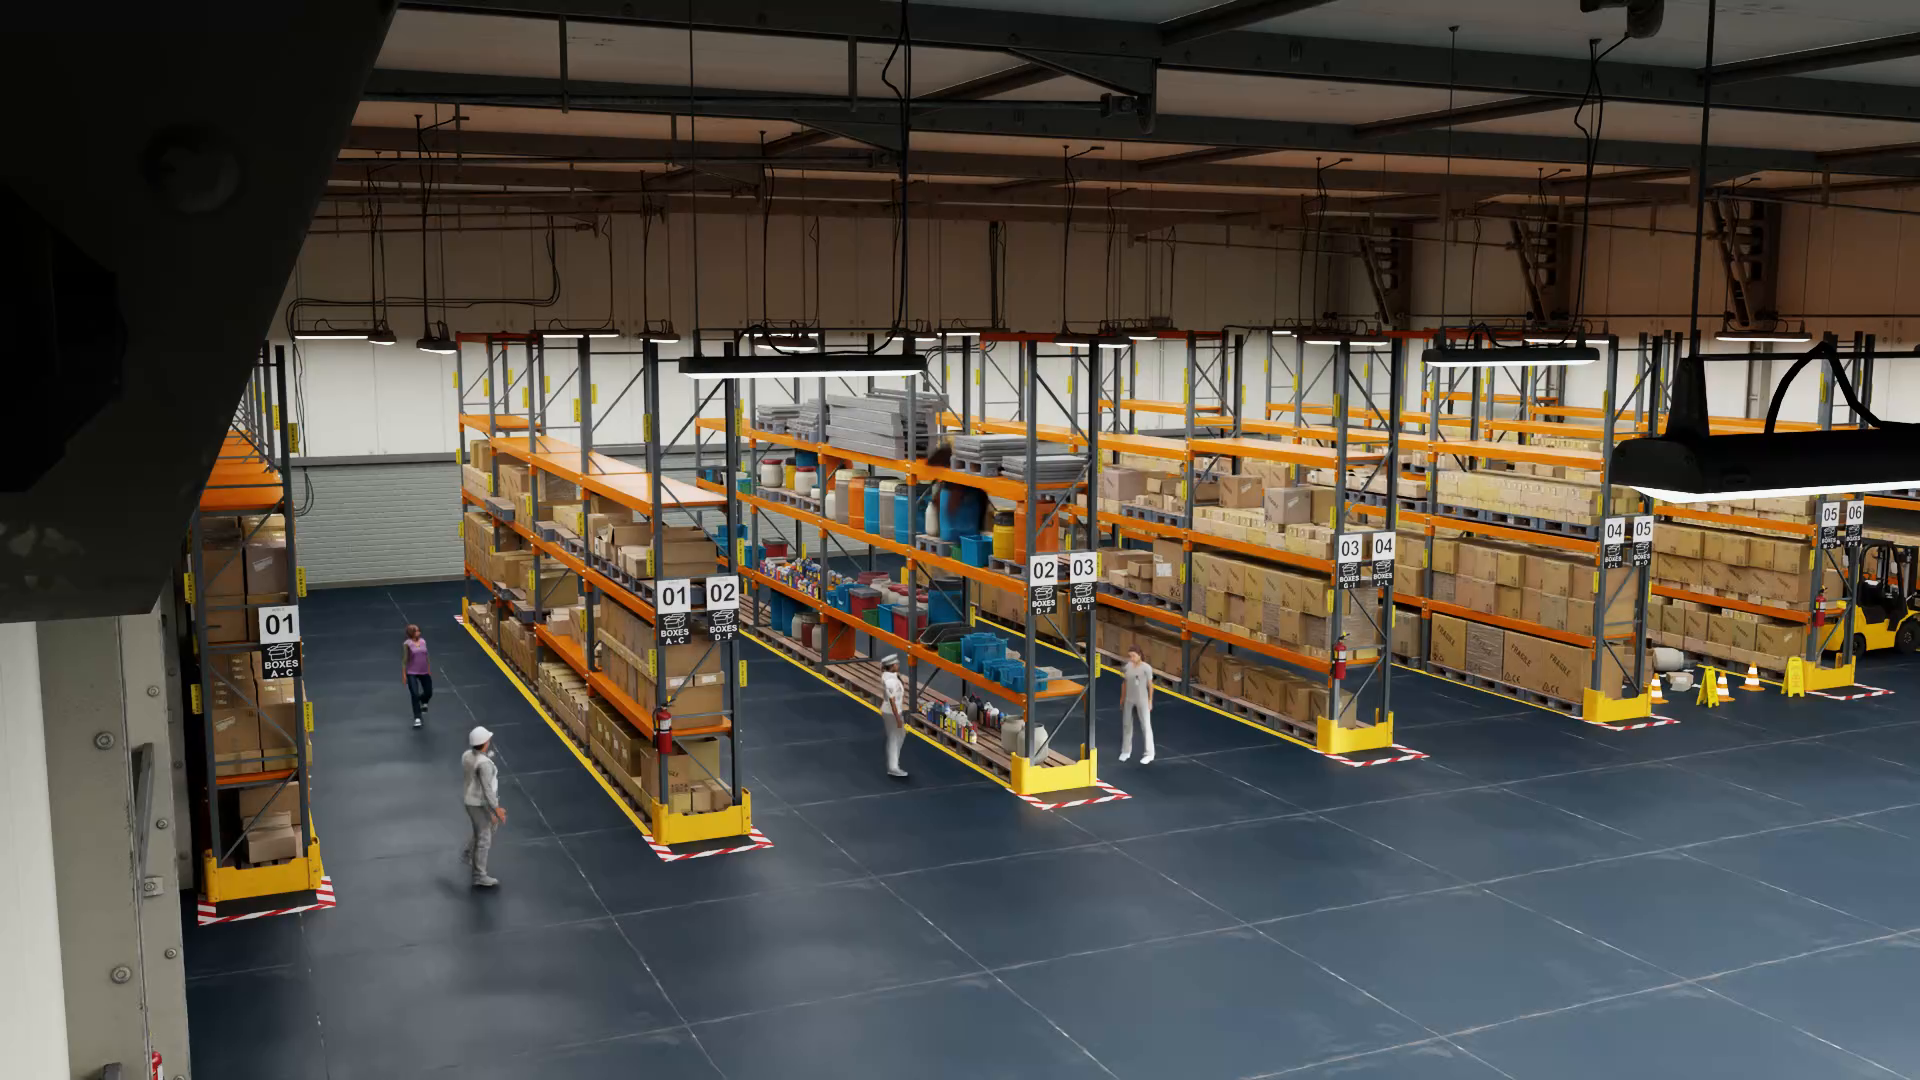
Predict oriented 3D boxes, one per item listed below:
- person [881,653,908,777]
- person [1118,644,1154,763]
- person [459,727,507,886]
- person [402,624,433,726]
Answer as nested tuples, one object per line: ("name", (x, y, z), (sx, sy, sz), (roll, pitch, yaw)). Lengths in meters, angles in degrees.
("person", (-0.908, 2.429, 22.984), (0.380, 1.755, 0.529), (0, 8, 1))
("person", (2.491, 2.308, 23.613), (0.522, 1.676, 0.407), (5, 9, 30))
("person", (-5.377, 2.953, 18.671), (0.519, 1.772, 0.654), (-3, 8, -20))
("person", (-8.463, 2.068, 25.851), (0.439, 1.568, 0.624), (-4, 9, -27))
